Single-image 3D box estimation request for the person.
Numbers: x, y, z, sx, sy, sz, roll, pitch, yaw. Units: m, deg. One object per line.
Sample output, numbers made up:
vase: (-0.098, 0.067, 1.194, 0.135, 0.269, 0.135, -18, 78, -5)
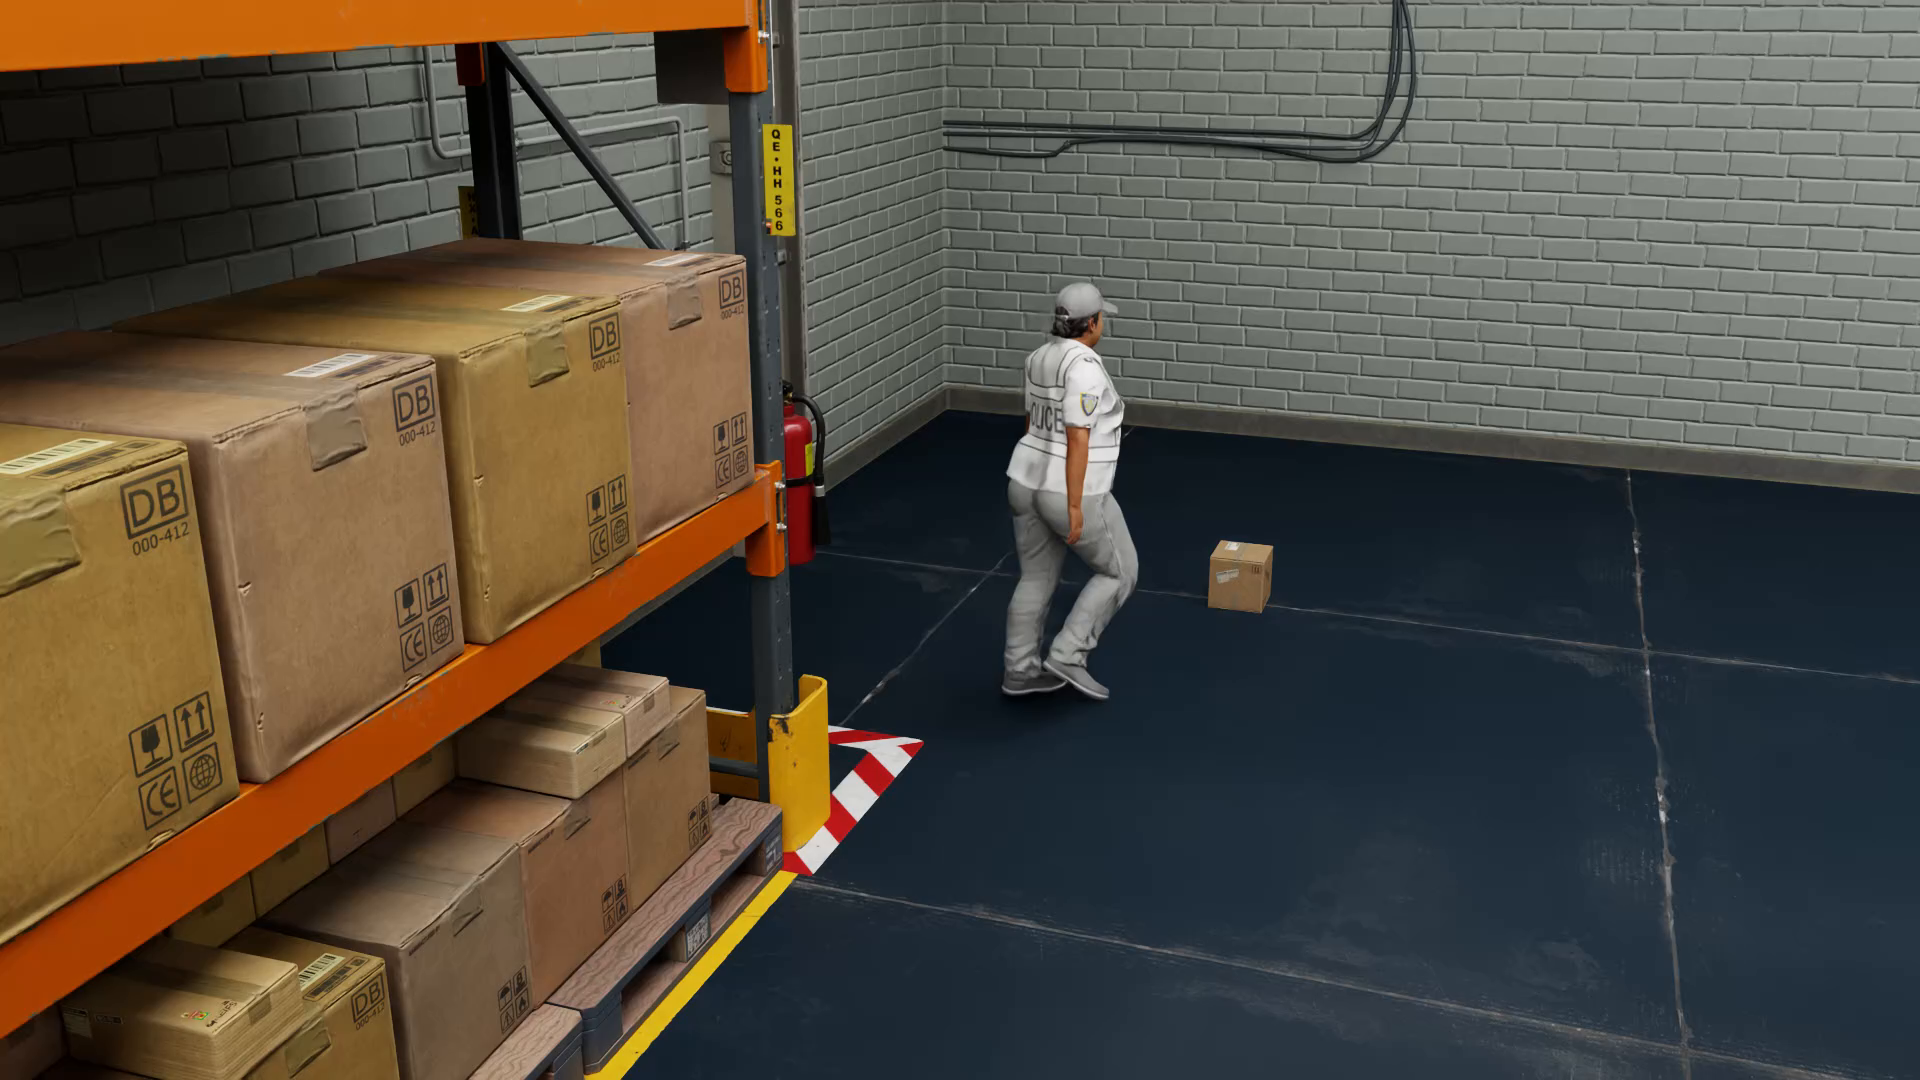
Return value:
person: (0.407, -0.180, 6.547, 0.516, 1.647, 0.522, -11, 22, -30)
